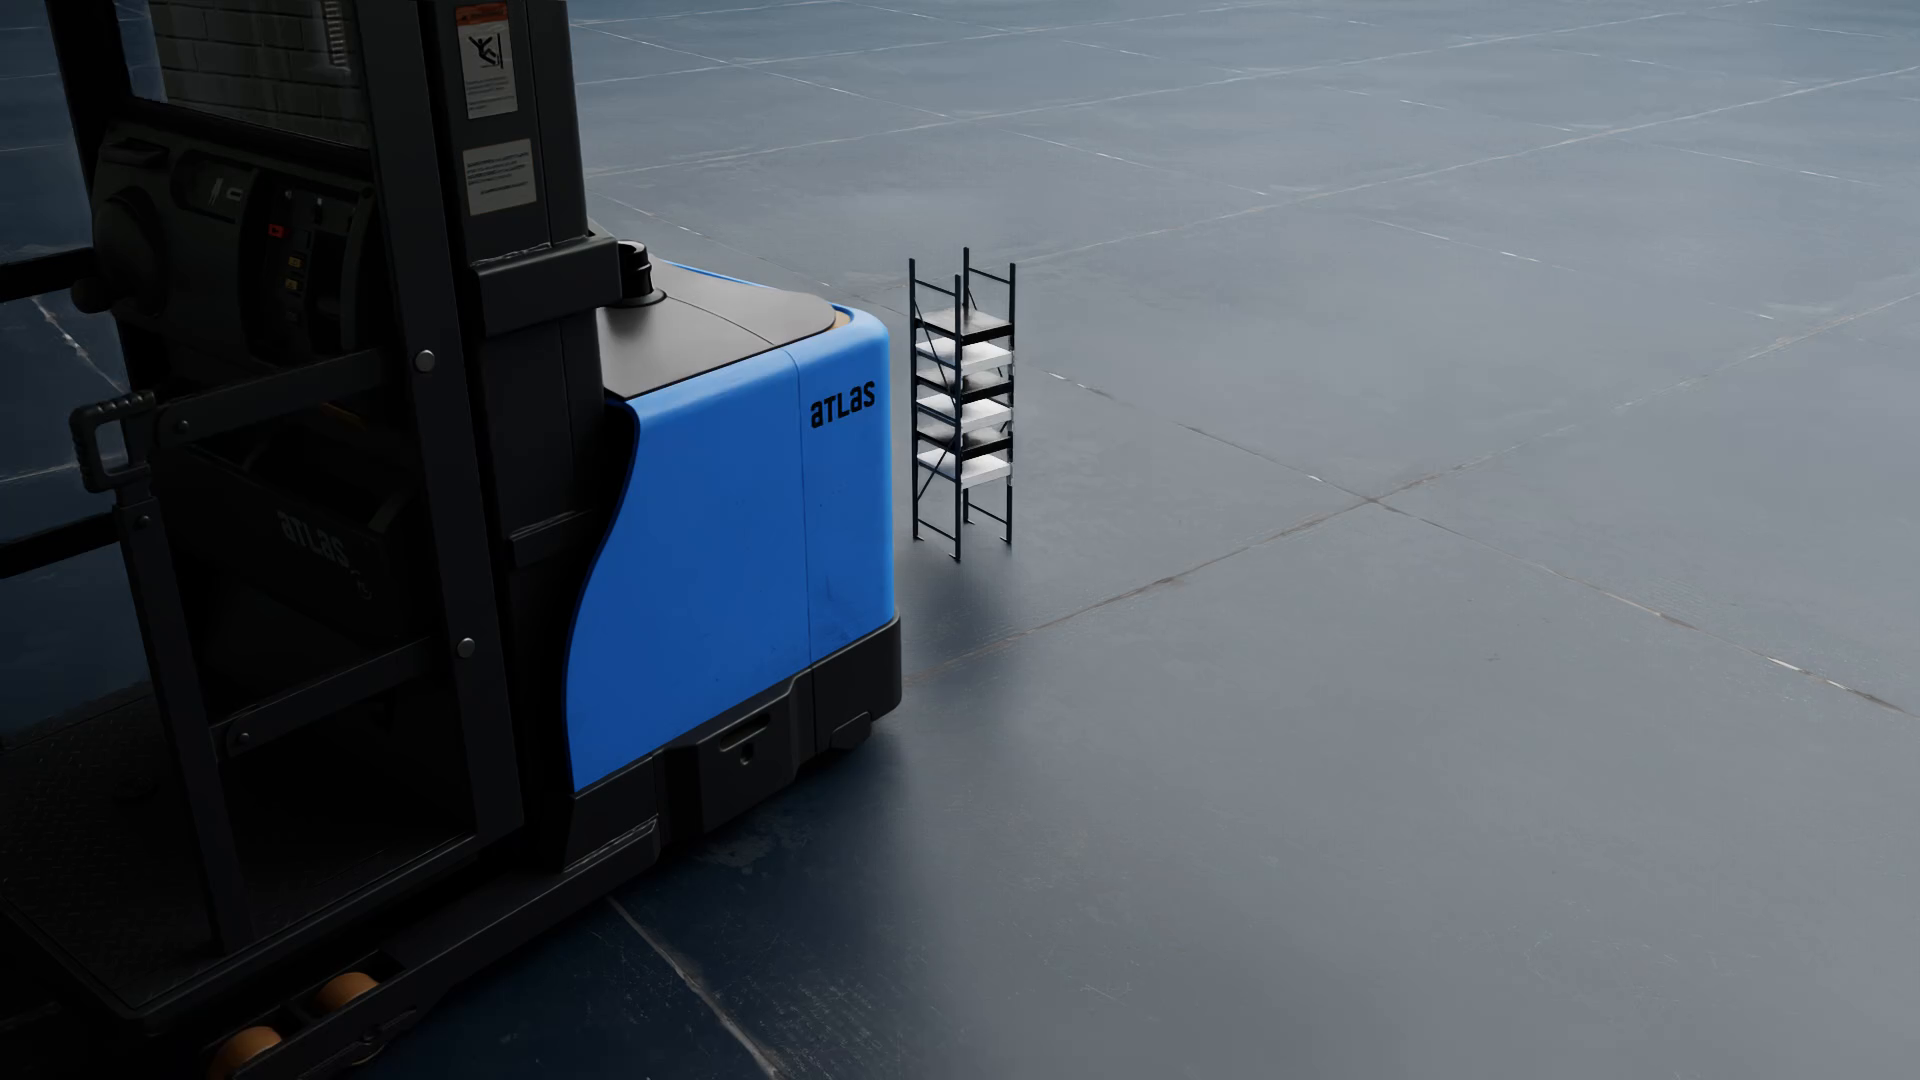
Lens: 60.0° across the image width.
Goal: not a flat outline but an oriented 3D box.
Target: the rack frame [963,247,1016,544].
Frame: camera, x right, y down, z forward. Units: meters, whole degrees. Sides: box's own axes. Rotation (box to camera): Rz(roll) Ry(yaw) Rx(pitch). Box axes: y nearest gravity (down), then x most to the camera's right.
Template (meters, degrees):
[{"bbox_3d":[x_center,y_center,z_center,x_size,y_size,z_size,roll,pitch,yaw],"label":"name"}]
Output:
[{"bbox_3d":[0.086,-0.437,5.122,0.006,0.900,0.240,-18,31,-34],"label":"rack frame"}]

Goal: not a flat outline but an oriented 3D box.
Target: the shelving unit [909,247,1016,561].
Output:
[{"bbox_3d":[0.006,-0.410,5.065,0.210,0.900,0.258,-18,31,-34],"label":"shelving unit"}]

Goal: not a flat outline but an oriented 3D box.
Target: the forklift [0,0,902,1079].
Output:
[{"bbox_3d":[-1.470,-0.519,2.887,1.130,2.935,3.031,19,31,35],"label":"forklift"}]

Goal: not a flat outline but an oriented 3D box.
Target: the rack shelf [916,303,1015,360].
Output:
[{"bbox_3d":[0.006,-0.625,4.965,0.200,0.077,0.258,-18,31,-34],"label":"rack shelf"}]

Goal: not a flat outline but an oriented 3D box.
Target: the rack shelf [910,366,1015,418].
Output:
[{"bbox_3d":[0.006,-0.462,5.041,0.200,0.077,0.258,-18,31,-34],"label":"rack shelf"}]

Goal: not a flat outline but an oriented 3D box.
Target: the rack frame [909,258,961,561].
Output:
[{"bbox_3d":[-0.074,-0.384,5.008,0.006,0.900,0.240,-18,31,-34],"label":"rack frame"}]

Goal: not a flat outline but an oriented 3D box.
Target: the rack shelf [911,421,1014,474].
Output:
[{"bbox_3d":[0.006,-0.298,5.117,0.200,0.077,0.258,-18,31,-34],"label":"rack shelf"}]

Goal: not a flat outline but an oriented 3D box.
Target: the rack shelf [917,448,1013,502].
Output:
[{"bbox_3d":[0.006,-0.217,5.155,0.200,0.077,0.258,-18,31,-34],"label":"rack shelf"}]

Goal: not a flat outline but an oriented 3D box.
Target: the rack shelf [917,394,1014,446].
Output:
[{"bbox_3d":[0.006,-0.380,5.079,0.200,0.077,0.258,-18,31,-34],"label":"rack shelf"}]

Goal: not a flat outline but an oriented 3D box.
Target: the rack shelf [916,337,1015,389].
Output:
[{"bbox_3d":[0.006,-0.543,5.003,0.200,0.077,0.258,-18,31,-34],"label":"rack shelf"}]
